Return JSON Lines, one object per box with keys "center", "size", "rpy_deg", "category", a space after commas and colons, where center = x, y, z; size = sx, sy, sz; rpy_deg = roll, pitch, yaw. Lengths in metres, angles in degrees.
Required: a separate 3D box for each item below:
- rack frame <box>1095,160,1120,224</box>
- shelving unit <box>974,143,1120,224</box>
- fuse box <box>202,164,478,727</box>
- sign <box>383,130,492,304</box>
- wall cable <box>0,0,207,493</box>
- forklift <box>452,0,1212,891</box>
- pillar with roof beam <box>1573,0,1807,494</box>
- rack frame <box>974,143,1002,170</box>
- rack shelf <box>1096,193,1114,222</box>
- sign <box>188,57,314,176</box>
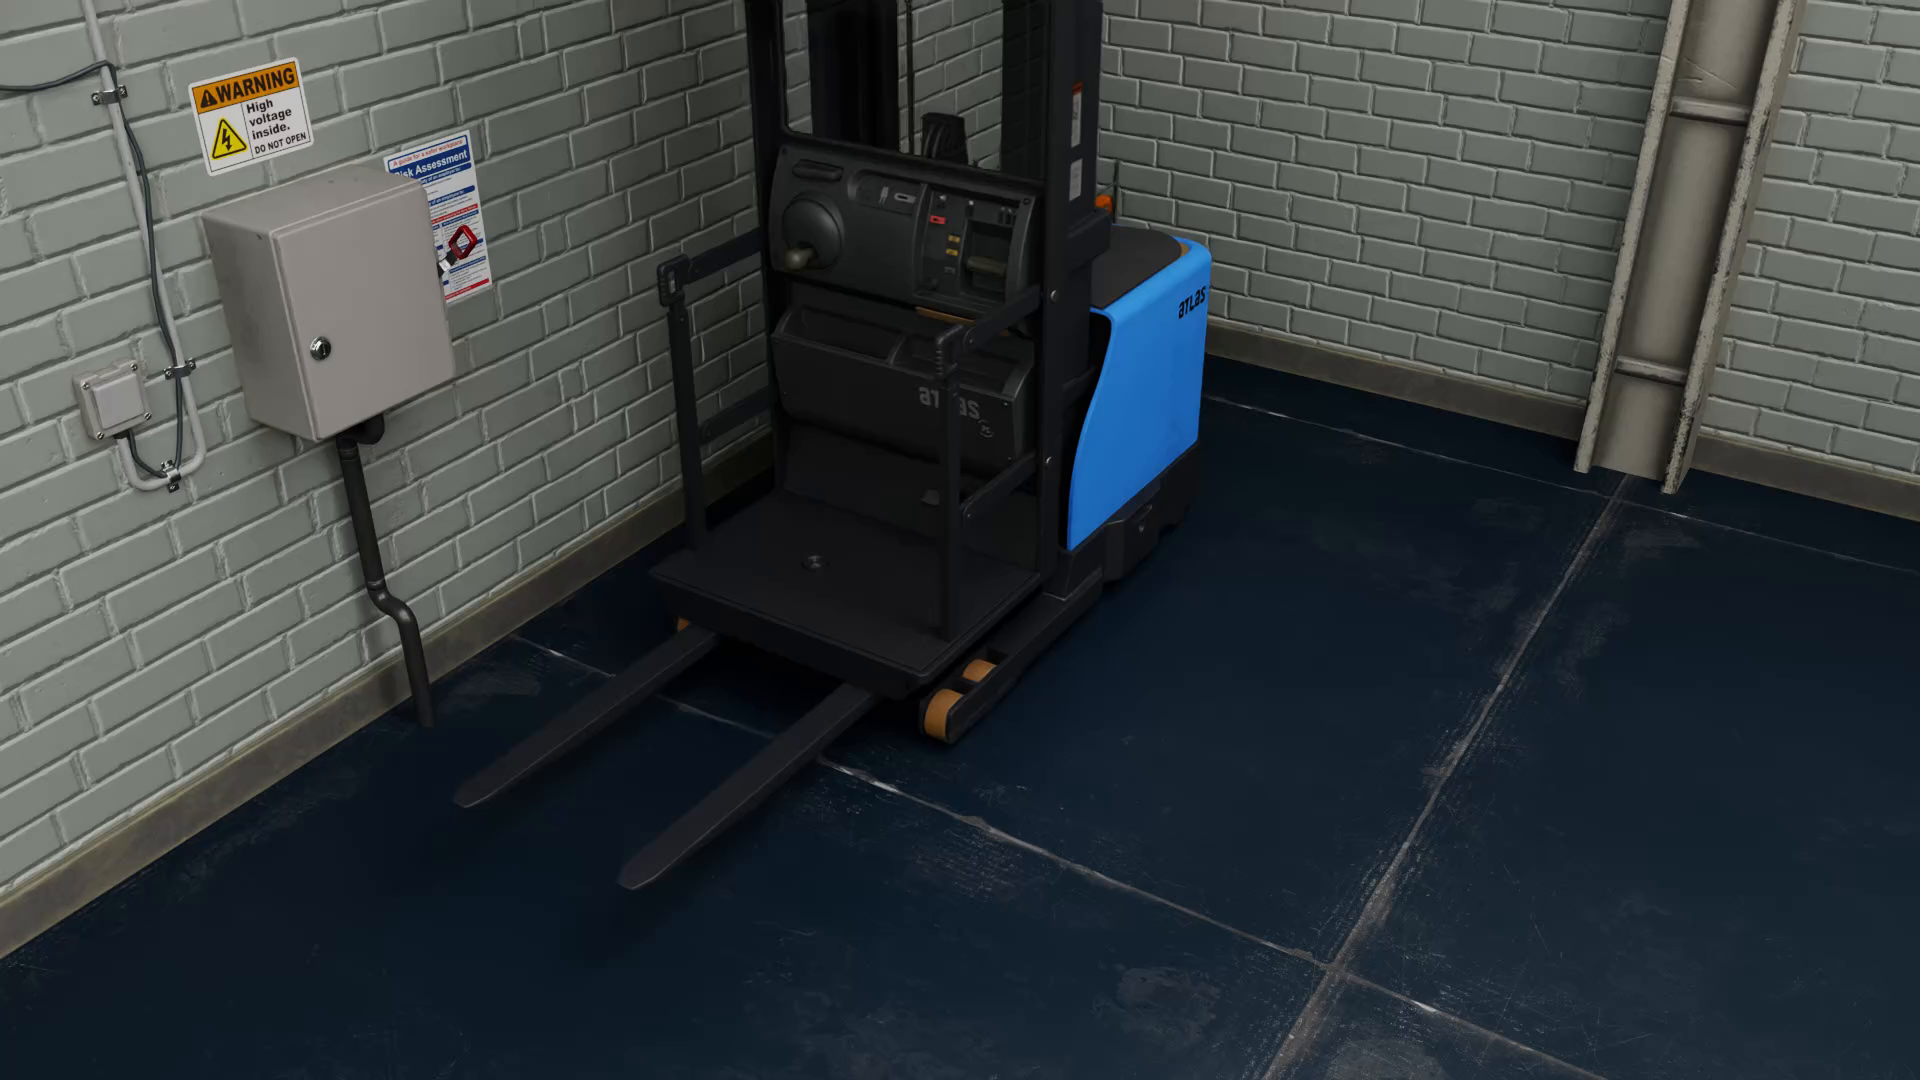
{"center": [0.549, -0.879, 6.565], "size": [0.015, 1.200, 0.240], "rpy_deg": [15, 33, 24], "category": "rack frame"}
{"center": [0.333, -0.936, 6.664], "size": [0.503, 1.200, 0.258], "rpy_deg": [15, 33, 24], "category": "shelving unit"}
{"center": [-1.648, -0.167, 4.839], "size": [0.414, 1.711, 0.539], "rpy_deg": [18, 35, 27], "category": "fuse box"}
{"center": [-1.561, -0.949, 4.995], "size": [0.001, 0.494, 0.329], "rpy_deg": [18, 35, 27], "category": "sign"}
{"center": [-2.144, -0.914, 3.831], "size": [0.122, 1.984, 0.588], "rpy_deg": [18, 35, 27], "category": "wall cable"}
{"center": [-0.304, -0.907, 4.895], "size": [1.130, 2.935, 3.031], "rpy_deg": [18, 35, 28], "category": "forklift"}
{"center": [0.442, -2.346, 1.342], "size": [0.400, 9.000, 9.100], "rpy_deg": [18, 35, 27], "category": "pillar with roof beam"}
{"center": [0.118, -0.994, 6.763], "size": [0.015, 1.200, 0.240], "rpy_deg": [15, 33, 24], "category": "rack frame"}
{"center": [0.333, -1.276, 6.466], "size": [0.480, 0.148, 0.258], "rpy_deg": [15, 33, 24], "category": "rack shelf"}
{"center": [-1.853, -1.113, 4.361], "size": [0.001, 0.242, 0.339], "rpy_deg": [18, 35, 27], "category": "sign"}
